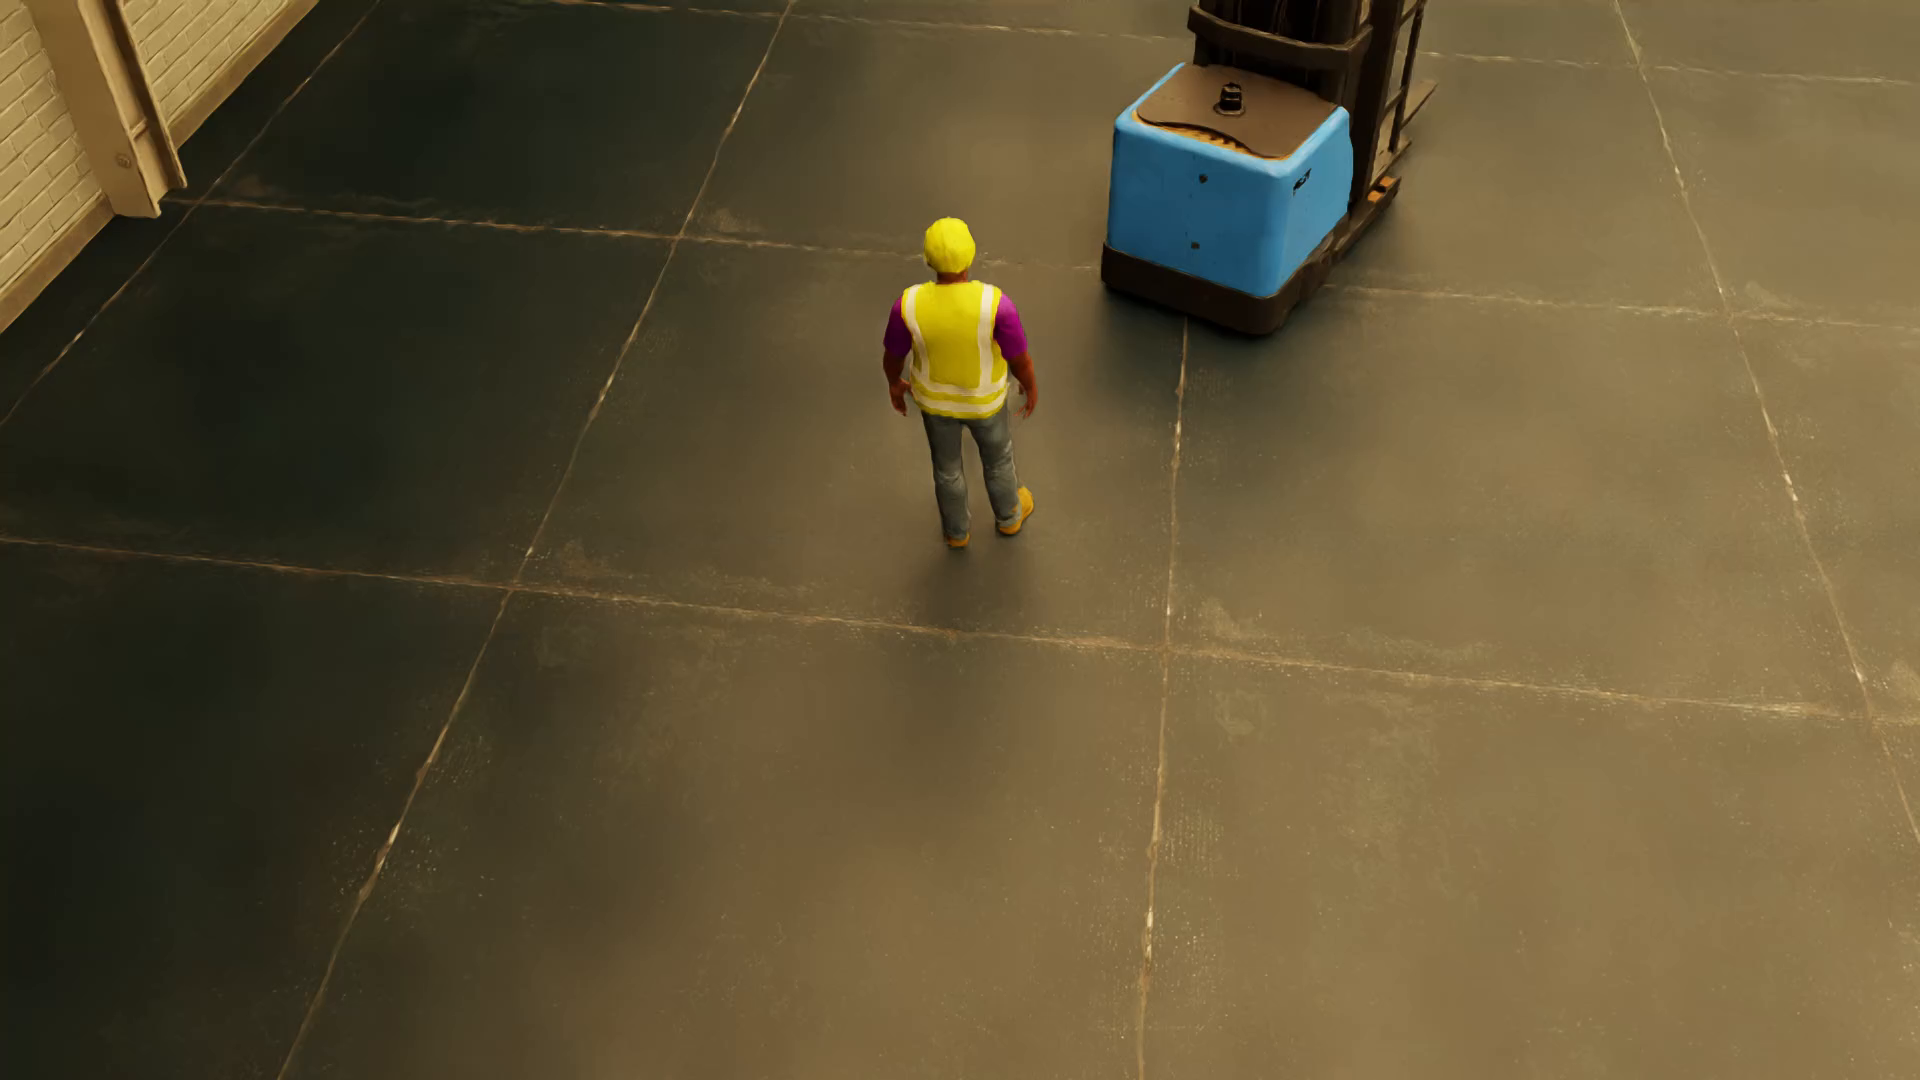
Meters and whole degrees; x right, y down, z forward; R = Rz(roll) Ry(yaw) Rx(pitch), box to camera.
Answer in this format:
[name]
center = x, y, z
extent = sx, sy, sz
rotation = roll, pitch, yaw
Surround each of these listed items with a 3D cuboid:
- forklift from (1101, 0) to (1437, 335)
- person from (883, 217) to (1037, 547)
[forklift]
center = 2.012, -3.163, 9.167
extent = 1.130, 2.935, 3.031
rotation = 23, 47, 23
[person]
center = 0.014, -0.702, 7.339
extent = 0.665, 1.766, 0.576
rotation = 5, 43, 6
